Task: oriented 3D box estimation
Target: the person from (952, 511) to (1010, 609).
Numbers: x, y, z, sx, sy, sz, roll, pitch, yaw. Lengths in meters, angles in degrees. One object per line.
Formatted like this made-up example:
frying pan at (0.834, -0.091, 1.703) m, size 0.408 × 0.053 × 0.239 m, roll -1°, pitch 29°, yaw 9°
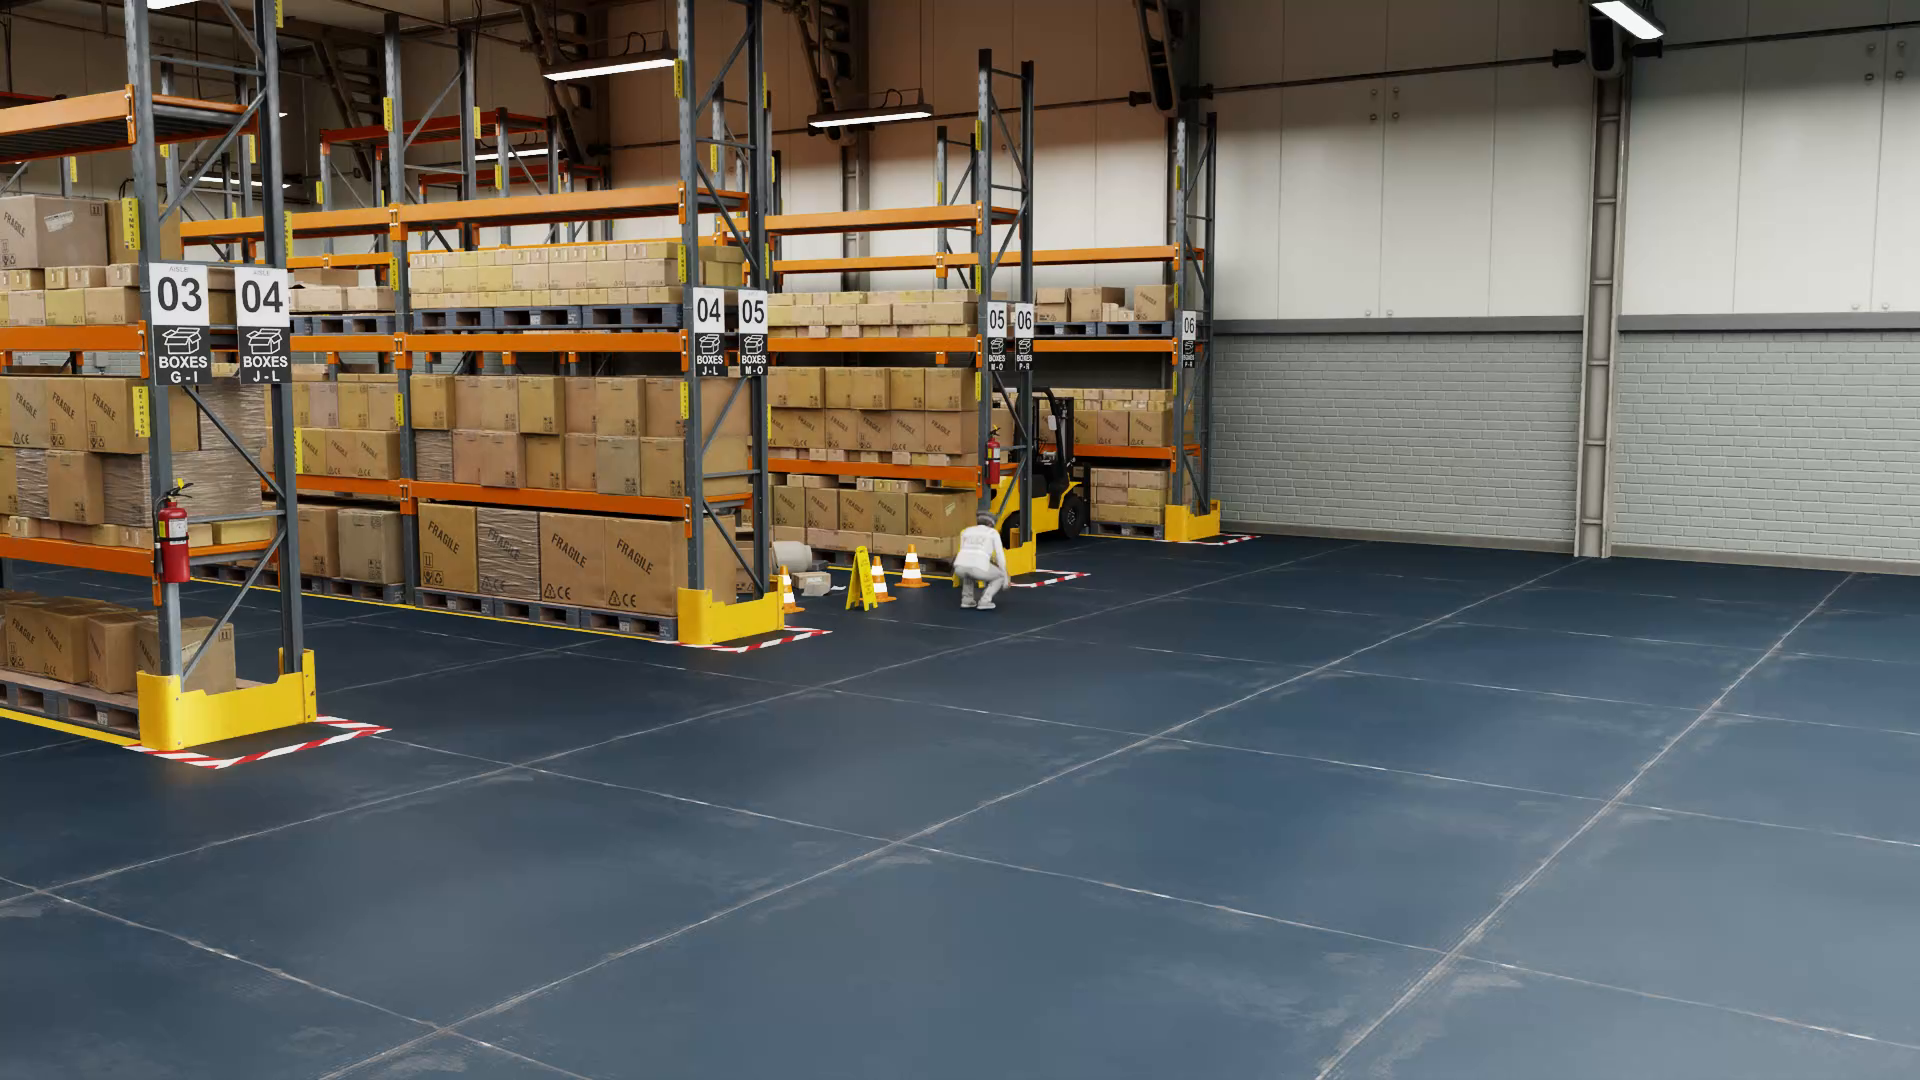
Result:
person at (0.212, 0.209, 17.240) m, size 0.471 × 0.989 × 0.822 m, roll 3°, pitch 7°, yaw 26°
